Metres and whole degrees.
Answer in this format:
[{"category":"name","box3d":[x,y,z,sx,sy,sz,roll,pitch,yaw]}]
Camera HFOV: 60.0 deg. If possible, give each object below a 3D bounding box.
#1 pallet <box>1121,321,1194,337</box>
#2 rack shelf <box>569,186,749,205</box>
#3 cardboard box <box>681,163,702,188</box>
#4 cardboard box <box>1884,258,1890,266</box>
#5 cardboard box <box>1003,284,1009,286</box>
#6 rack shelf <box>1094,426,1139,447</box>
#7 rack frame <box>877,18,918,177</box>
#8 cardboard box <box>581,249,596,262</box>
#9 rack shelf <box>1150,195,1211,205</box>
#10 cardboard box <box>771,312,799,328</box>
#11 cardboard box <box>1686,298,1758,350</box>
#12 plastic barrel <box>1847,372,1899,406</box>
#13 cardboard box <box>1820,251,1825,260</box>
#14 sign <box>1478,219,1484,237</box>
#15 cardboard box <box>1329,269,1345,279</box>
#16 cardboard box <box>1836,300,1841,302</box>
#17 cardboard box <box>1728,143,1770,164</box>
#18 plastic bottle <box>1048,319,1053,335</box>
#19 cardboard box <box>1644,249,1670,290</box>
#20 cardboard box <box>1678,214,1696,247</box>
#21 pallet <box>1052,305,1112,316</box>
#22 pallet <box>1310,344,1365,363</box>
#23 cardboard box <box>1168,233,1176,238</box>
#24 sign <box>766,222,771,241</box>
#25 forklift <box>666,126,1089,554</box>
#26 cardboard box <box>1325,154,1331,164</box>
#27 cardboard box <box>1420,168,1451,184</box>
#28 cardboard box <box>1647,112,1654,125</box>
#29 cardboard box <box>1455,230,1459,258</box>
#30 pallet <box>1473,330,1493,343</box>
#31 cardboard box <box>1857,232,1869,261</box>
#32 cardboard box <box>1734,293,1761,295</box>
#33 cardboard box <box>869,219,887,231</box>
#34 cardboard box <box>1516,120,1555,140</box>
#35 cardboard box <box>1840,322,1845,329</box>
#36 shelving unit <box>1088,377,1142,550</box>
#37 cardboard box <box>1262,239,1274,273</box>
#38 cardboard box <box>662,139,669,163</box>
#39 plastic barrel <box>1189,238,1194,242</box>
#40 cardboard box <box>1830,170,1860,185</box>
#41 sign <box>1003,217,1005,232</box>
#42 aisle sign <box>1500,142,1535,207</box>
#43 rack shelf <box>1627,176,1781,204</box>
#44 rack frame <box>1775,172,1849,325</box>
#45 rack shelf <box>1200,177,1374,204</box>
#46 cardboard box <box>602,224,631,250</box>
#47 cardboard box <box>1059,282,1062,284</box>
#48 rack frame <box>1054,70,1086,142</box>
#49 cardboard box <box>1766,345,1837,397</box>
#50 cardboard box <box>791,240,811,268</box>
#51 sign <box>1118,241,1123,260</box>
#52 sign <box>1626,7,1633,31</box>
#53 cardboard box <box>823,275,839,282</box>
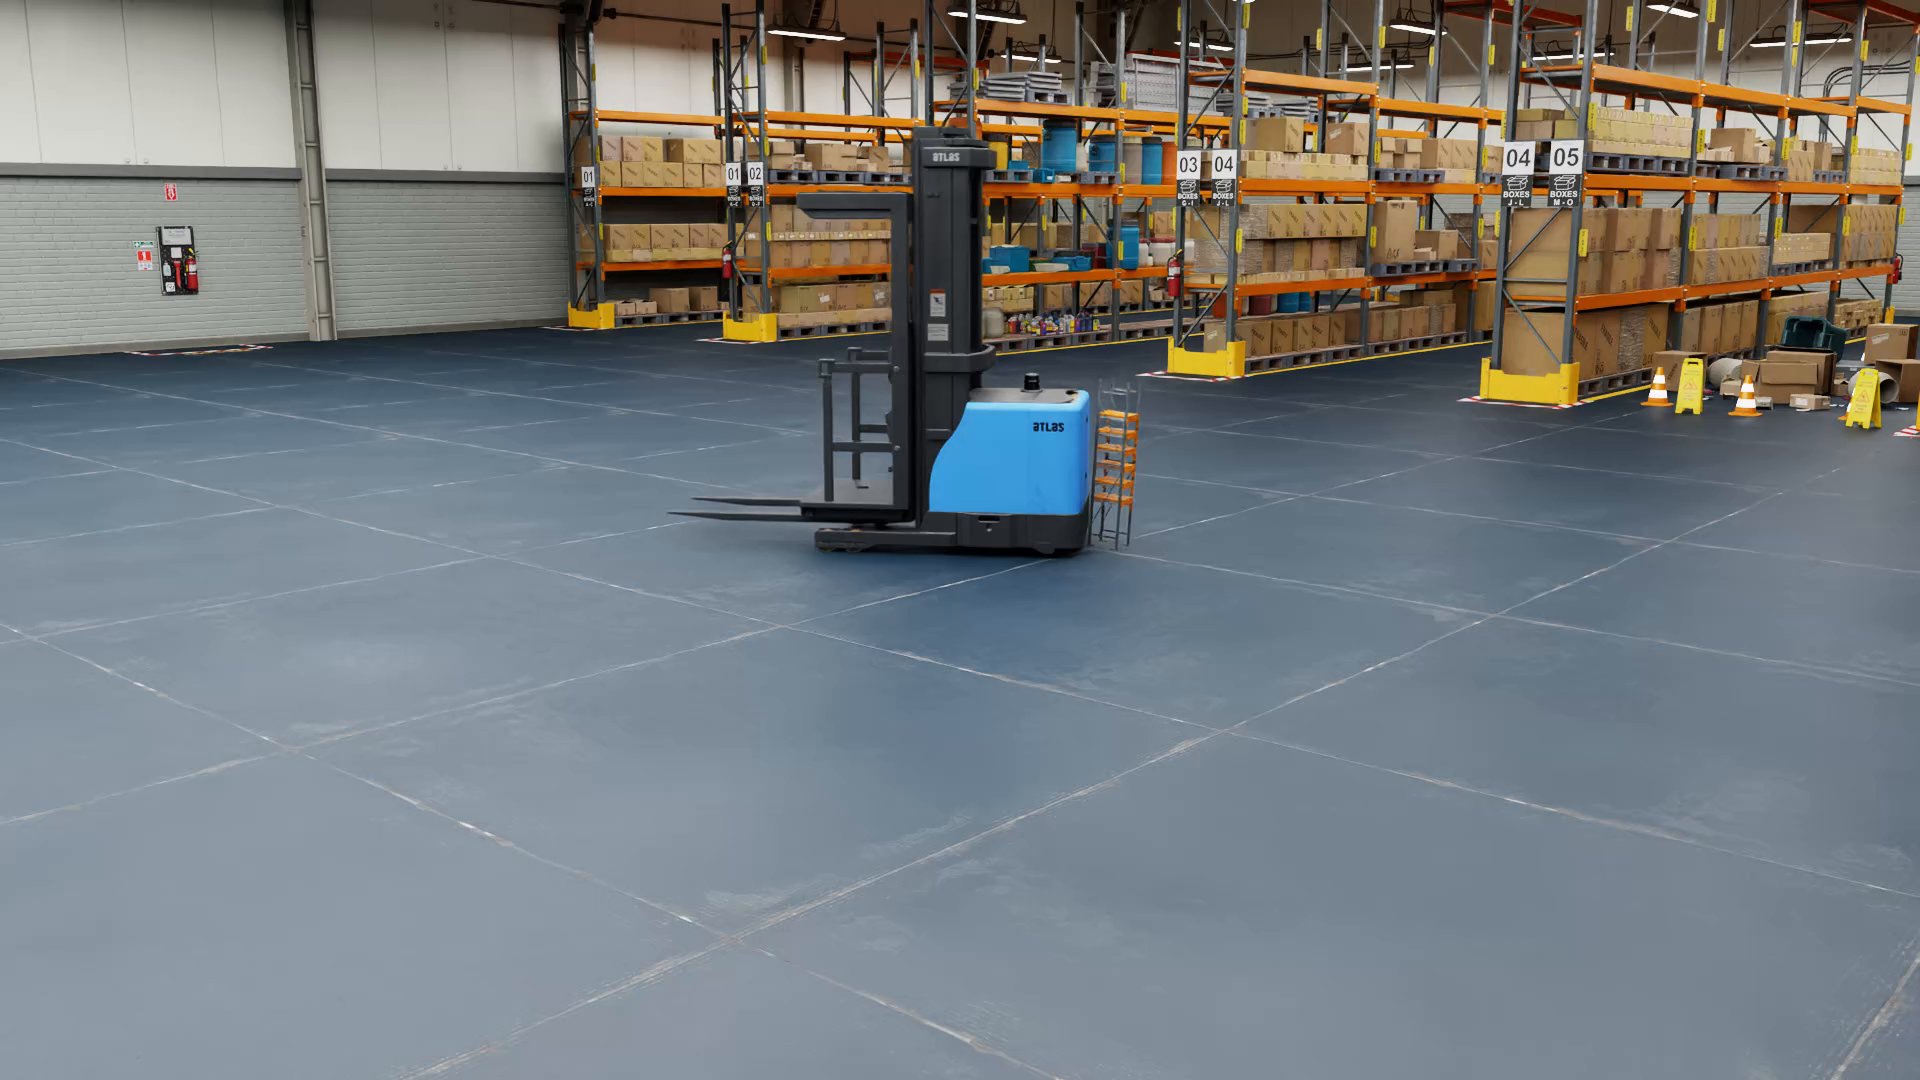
[{"category":"pallet","box3d":[3.777,-4.070,32.047,1.003,0.211,1.213,10,15,40]},{"category":"rack shelf","box3d":[-6.280,-7.241,34.984,1.077,0.370,4.000,10,15,40]},{"category":"cardboard box","box3d":[-5.788,-7.681,35.046,0.500,0.500,0.500,9,14,38]},{"category":"cardboard box","box3d":[17.780,-5.397,32.218,0.380,0.149,0.250,10,15,40]},{"category":"cardboard box","box3d":[0.838,-5.459,36.401,0.500,0.311,0.500,10,15,42]},{"category":"rack shelf","box3d":[1.109,-0.735,11.791,0.258,0.103,0.180,11,15,31]},{"category":"rack frame","box3d":[-1.236,-8.719,32.890,1.000,3.000,0.127,10,15,40]},{"category":"cardboard box","box3d":[-7.437,-5.859,34.217,0.500,0.250,0.500,10,15,41]},{"category":"rack shelf","box3d":[5.365,-8.367,40.620,1.077,0.370,4.000,10,15,40]},{"category":"cardboard box","box3d":[-3.356,-4.096,31.010,0.500,0.250,0.500,10,15,40]},{"category":"cardboard box","box3d":[12.033,-3.453,26.512,1.050,0.750,0.750,10,15,40]},{"category":"plastic barrel","box3d":[11.232,-1.862,20.454,0.421,0.421,0.512,-2,11,-9]},{"category":"cardboard box","box3d":[14.858,-4.977,29.040,0.380,0.149,0.250,10,15,41]},{"category":"sign","box3d":[9.257,-5.544,29.558,0.100,0.325,0.005,10,15,40]},{"category":"cardboard box","box3d":[5.818,-4.187,26.158,0.380,0.149,0.250,10,15,40]},{"category":"cardboard box","box3d":[16.726,-4.548,32.010,0.380,0.149,0.250,9,14,38]},{"category":"cardboard box","box3d":[12.038,-5.918,25.423,0.500,0.311,0.500,10,15,40]},{"category":"plastic bottle","box3d":[1.565,-3.717,29.006,0.097,0.271,0.097,0,11,0]},{"category":"cardboard box","box3d":[9.281,-3.773,23.063,0.875,0.550,0.550,10,15,40]},{"category":"cardboard box","box3d":[10.185,-4.453,24.038,0.700,0.500,0.500,9,15,39]},{"category":"pallet","box3d":[2.731,-5.282,38.117,1.003,0.211,1.213,10,15,40]},{"category":"pallet","box3d":[5.786,-3.025,26.817,1.003,0.211,1.213,10,15,40]},{"category":"cardboard box","box3d":[4.921,-7.119,39.939,0.500,0.500,0.500,10,15,41]},{"category":"sign","box3d":[-3.464,-5.579,30.074,0.100,0.325,0.005,10,15,40]},{"category":"forklift","box3d":[-0.594,-1.445,11.962,3.031,2.935,1.130,2,11,8]},{"category":"cardboard box","box3d":[5.471,-5.856,25.576,0.380,0.149,0.250,11,15,42]},{"category":"cardboard box","box3d":[8.063,-6.232,28.478,0.500,0.250,0.500,10,15,42]},{"category":"cardboard box","box3d":[8.858,-5.515,21.784,0.380,0.149,0.250,10,15,41]},{"category":"cardboard box","box3d":[8.517,-5.255,29.534,0.500,0.500,0.500,8,14,33]},{"category":"pallet","box3d":[9.420,-3.823,30.813,1.003,0.211,1.213,10,15,40]},{"category":"cardboard box","box3d":[16.340,-5.395,30.549,0.500,0.500,0.500,9,15,39]},{"category":"cardboard box","box3d":[13.429,-4.059,28.270,0.500,0.250,0.500,10,15,42]},{"category":"cardboard box","box3d":[-1.857,-6.322,32.636,0.700,0.500,0.500,10,15,40]},{"category":"cardboard box","box3d":[7.334,-5.157,21.012,0.500,0.250,0.500,10,15,41]},{"category":"cardboard box","box3d":[15.800,-3.876,30.164,0.380,0.149,0.250,10,15,42]},{"category":"shelving unit","box3d":[1.100,-0.545,11.836,0.258,1.200,0.189,11,15,31]},{"category":"cardboard box","box3d":[4.186,-4.269,24.910,0.875,0.500,0.500,10,15,40]},{"category":"cardboard box","box3d":[-6.480,-8.170,34.941,0.500,0.500,0.500,10,15,40]},{"category":"plastic barrel","box3d":[4.604,-5.600,32.307,0.421,0.512,0.421,0,11,0]},{"category":"cardboard box","box3d":[15.646,-6.448,29.561,0.500,0.250,0.500,11,16,43]},{"category":"sign","box3d":[0.990,-6.963,36.662,0.100,0.325,0.005,10,15,40]},{"category":"aisle sign","box3d":[6.949,-4.554,20.717,0.394,0.787,0.004,10,15,40]},{"category":"rack shelf","box3d":[11.182,-5.252,25.027,1.077,0.370,4.000,10,15,40]},{"category":"rack frame","box3d":[15.143,-5.017,29.670,1.000,3.000,0.127,10,15,40]},{"category":"rack shelf","box3d":[4.882,-5.320,25.365,1.077,0.370,4.000,10,15,40]},{"category":"cardboard box","box3d":[-7.059,-6.164,33.831,0.500,0.500,0.500,10,15,40]},{"category":"cardboard box","box3d":[2.187,-5.600,37.847,0.500,0.500,0.500,9,14,38]},{"category":"rack frame","box3d":[2.962,-11.124,44.933,1.000,3.000,0.127,10,15,40]},{"category":"cardboard box","box3d":[10.875,-2.193,21.558,0.797,0.637,0.503,10,15,40]},{"category":"cardboard box","box3d":[-3.216,-5.383,31.246,0.700,0.500,0.500,10,15,42]},{"category":"sign","box3d":[2.888,-5.199,29.877,0.100,0.325,0.005,10,15,40]},{"category":"sign","box3d":[9.446,-7.347,23.432,0.100,0.325,0.005,10,15,40]},{"category":"cardboard box","box3d":[-3.179,-6.175,38.812,0.500,0.250,0.500,10,15,41]}]
